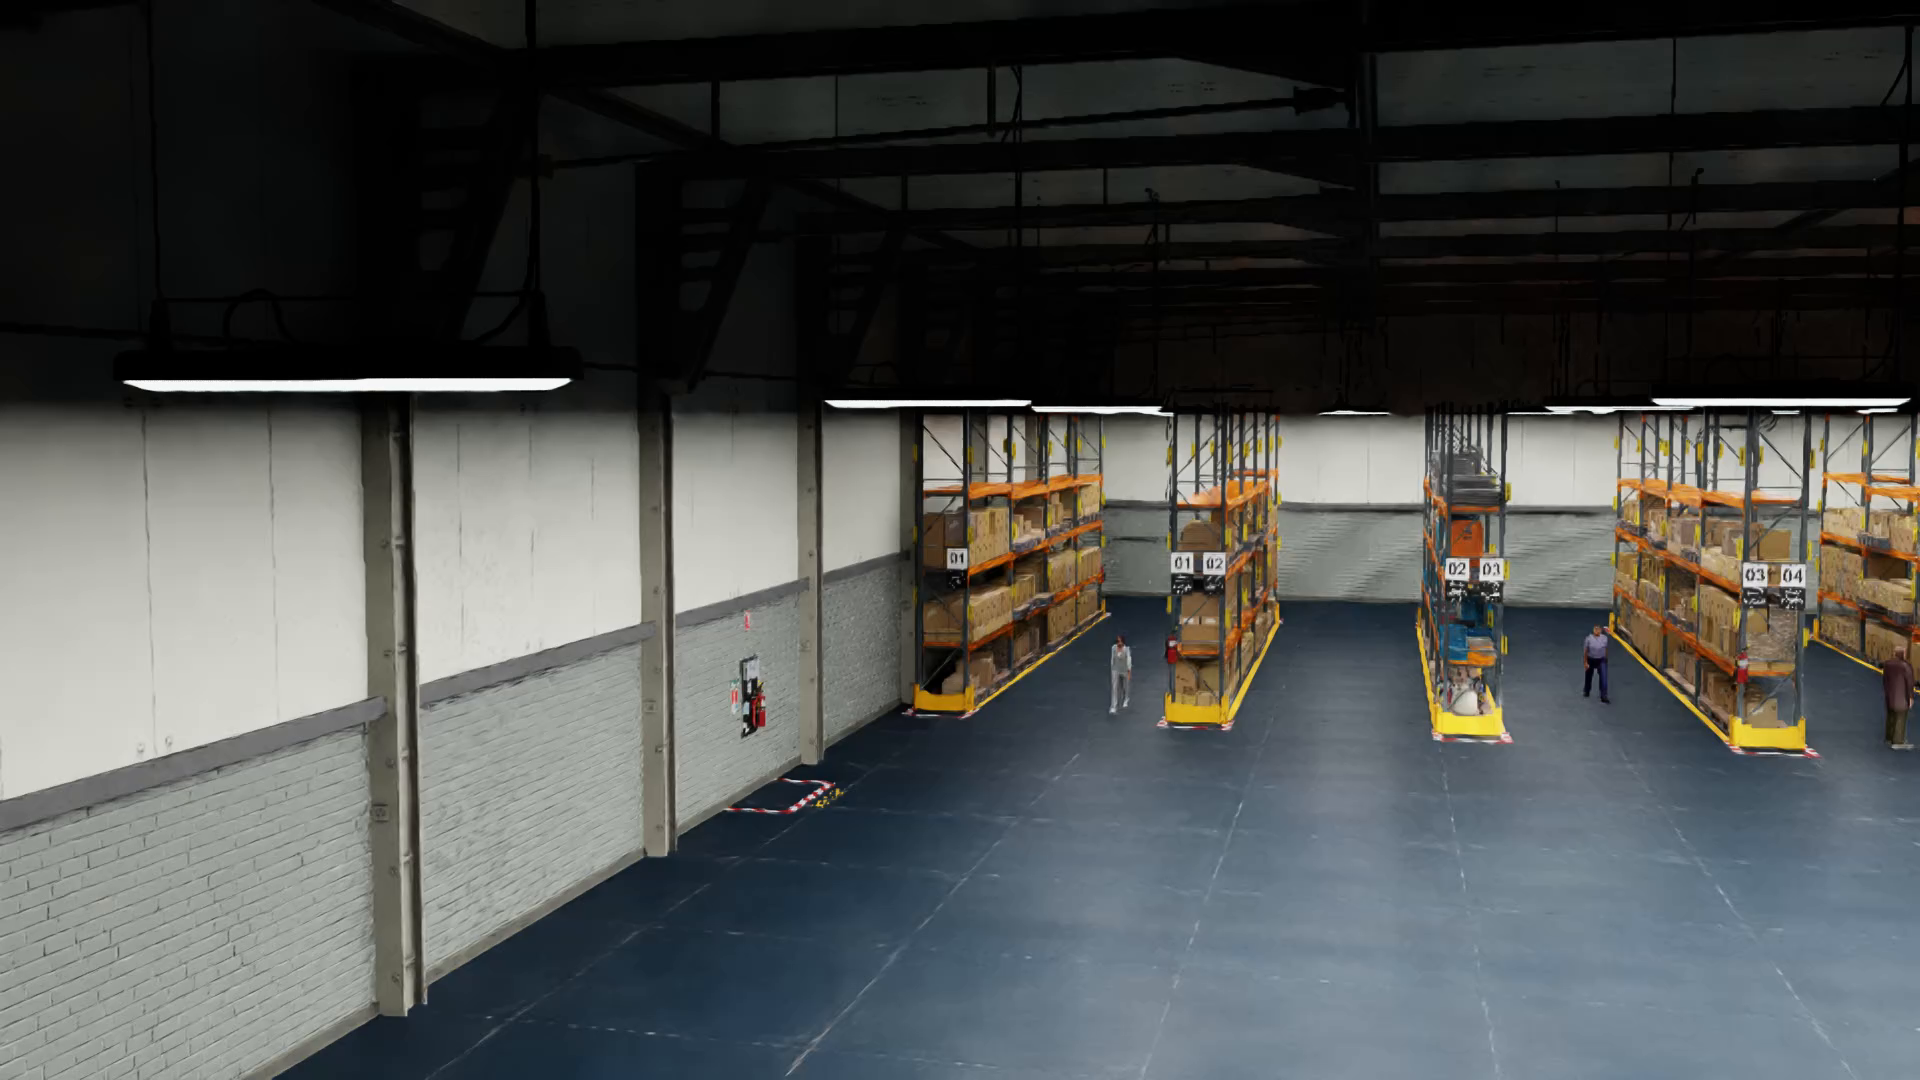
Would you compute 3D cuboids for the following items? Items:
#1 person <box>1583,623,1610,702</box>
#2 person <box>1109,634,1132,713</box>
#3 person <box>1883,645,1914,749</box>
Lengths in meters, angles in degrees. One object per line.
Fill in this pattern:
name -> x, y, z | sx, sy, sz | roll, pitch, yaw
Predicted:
person -> 12.812, 2.454, 33.541 | 0.482, 1.551, 1.090 | 1, 4, 12
person -> 3.133, 2.564, 32.310 | 0.415, 1.517, 1.041 | 1, 4, 12
person -> 16.261, 2.694, 28.749 | 0.515, 1.784, 0.638 | -1, 4, -14
